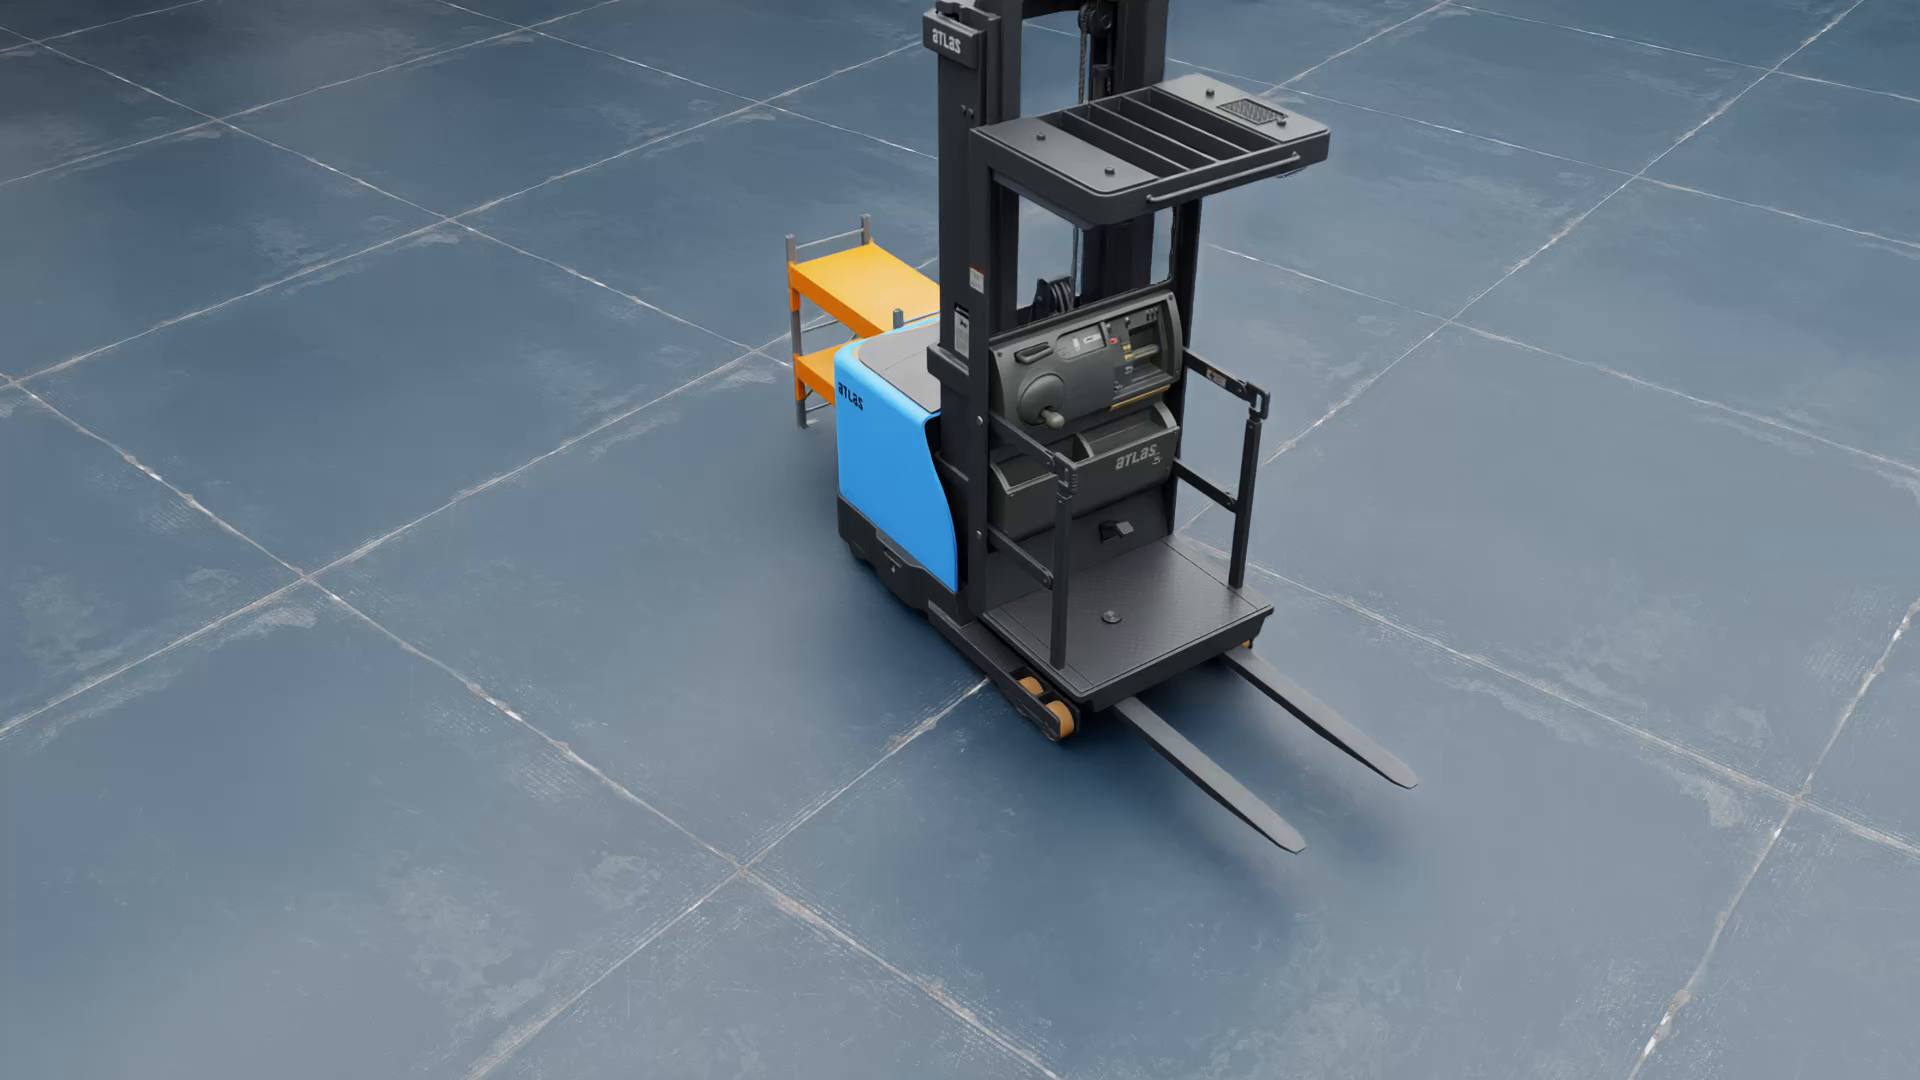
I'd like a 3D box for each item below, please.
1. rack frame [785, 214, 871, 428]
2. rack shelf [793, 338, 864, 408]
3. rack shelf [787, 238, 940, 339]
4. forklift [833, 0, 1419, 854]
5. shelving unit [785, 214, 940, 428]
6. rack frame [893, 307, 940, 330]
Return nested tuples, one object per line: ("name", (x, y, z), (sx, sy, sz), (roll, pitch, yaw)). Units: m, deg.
("rack frame", (-0.685, -1.170, 8.959), (0.500, 1.125, 0.032), (-21, 40, -28))
("rack shelf", (-0.395, -0.732, 8.754), (0.538, 0.278, 1.000), (-21, 40, -28))
("rack shelf", (-0.395, -1.175, 8.450), (0.538, 0.278, 1.000), (-21, 40, -28))
("forklift", (0.654, -0.675, 6.644), (1.130, 2.935, 3.031), (-21, 40, -28))
("shelving unit", (-0.395, -0.933, 8.615), (0.538, 1.125, 1.048), (-21, 40, -28))
("rack frame", (-0.105, -0.697, 8.271), (0.500, 1.125, 0.032), (-21, 40, -28))
